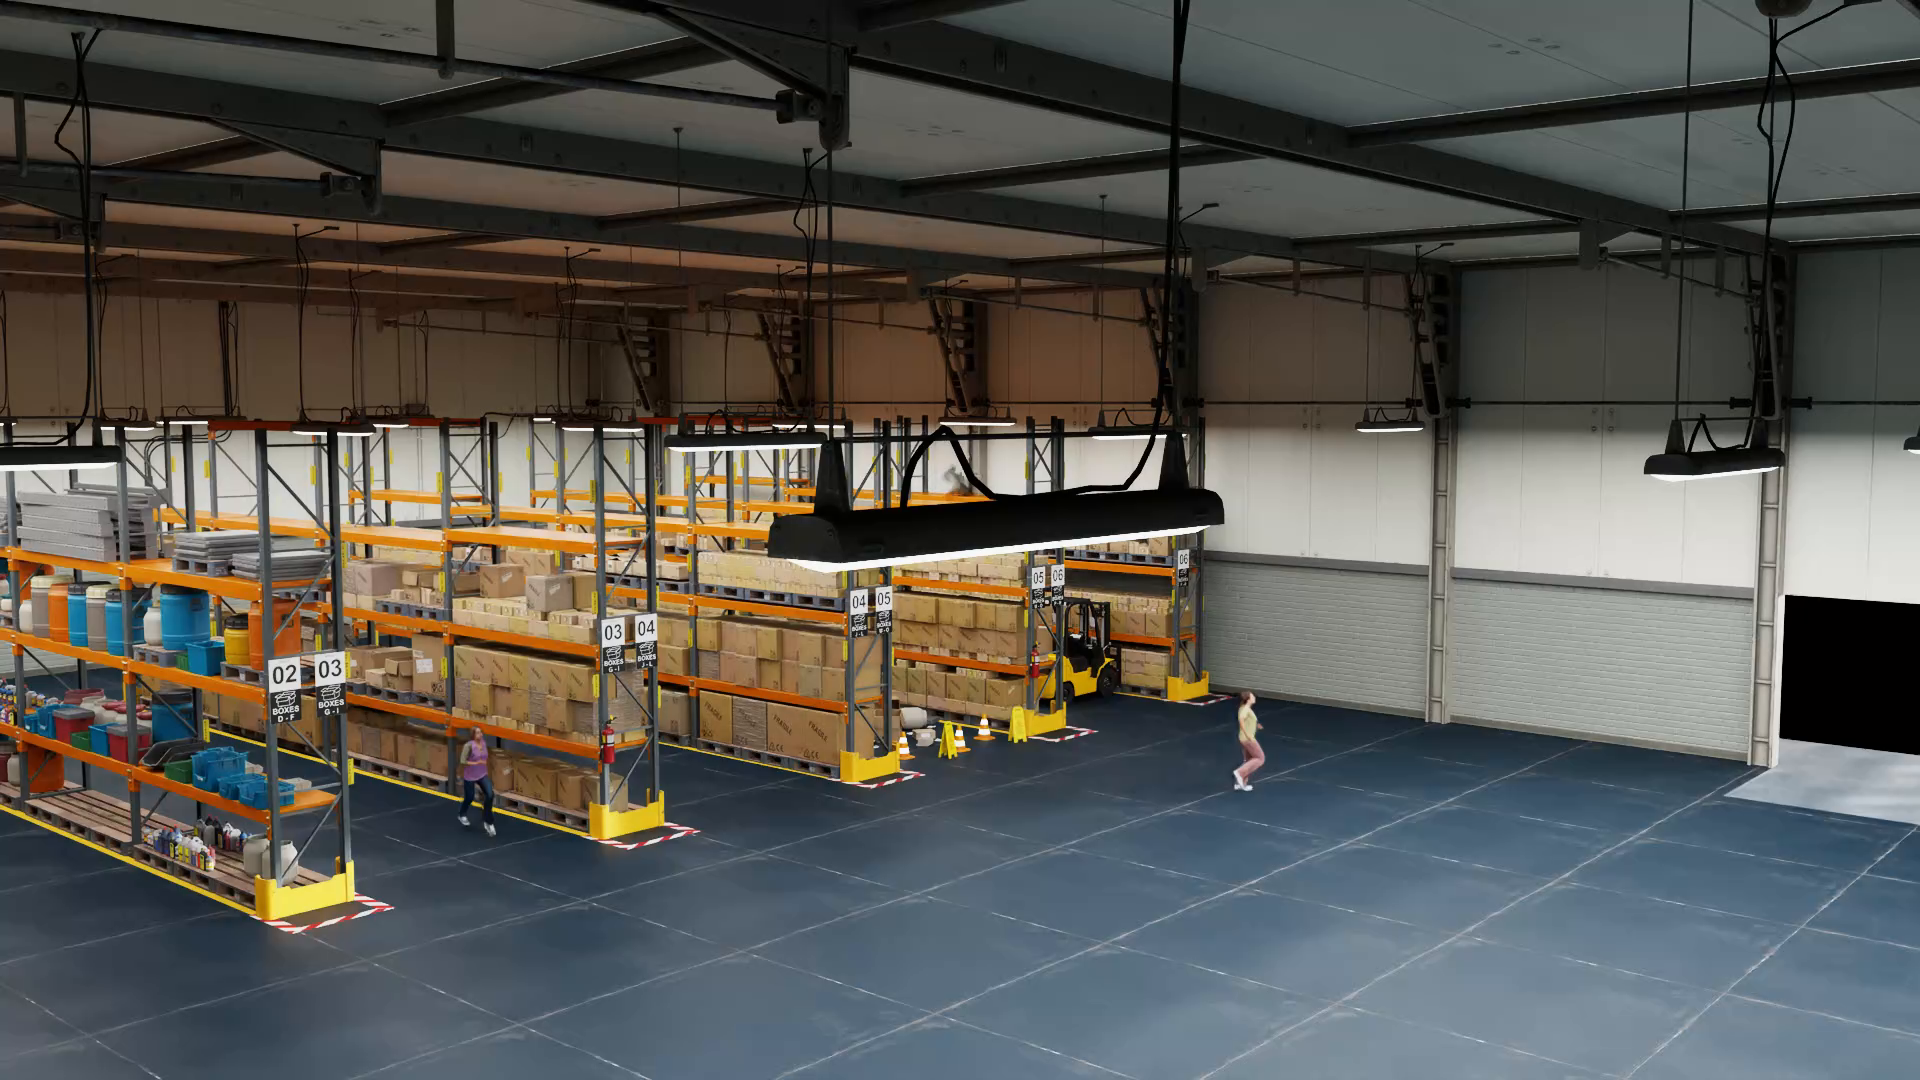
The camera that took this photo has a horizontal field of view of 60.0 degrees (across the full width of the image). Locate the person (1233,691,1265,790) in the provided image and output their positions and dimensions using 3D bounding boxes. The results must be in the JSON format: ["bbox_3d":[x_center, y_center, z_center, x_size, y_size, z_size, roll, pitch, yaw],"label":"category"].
[{"bbox_3d":[4.692,3.262,27.070,0.514,1.638,0.624,0,5,-1],"label":"person"}]

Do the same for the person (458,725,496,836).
[{"bbox_3d":[-7.163,3.518,24.423,0.807,1.638,0.512,5,7,44],"label":"person"}]
